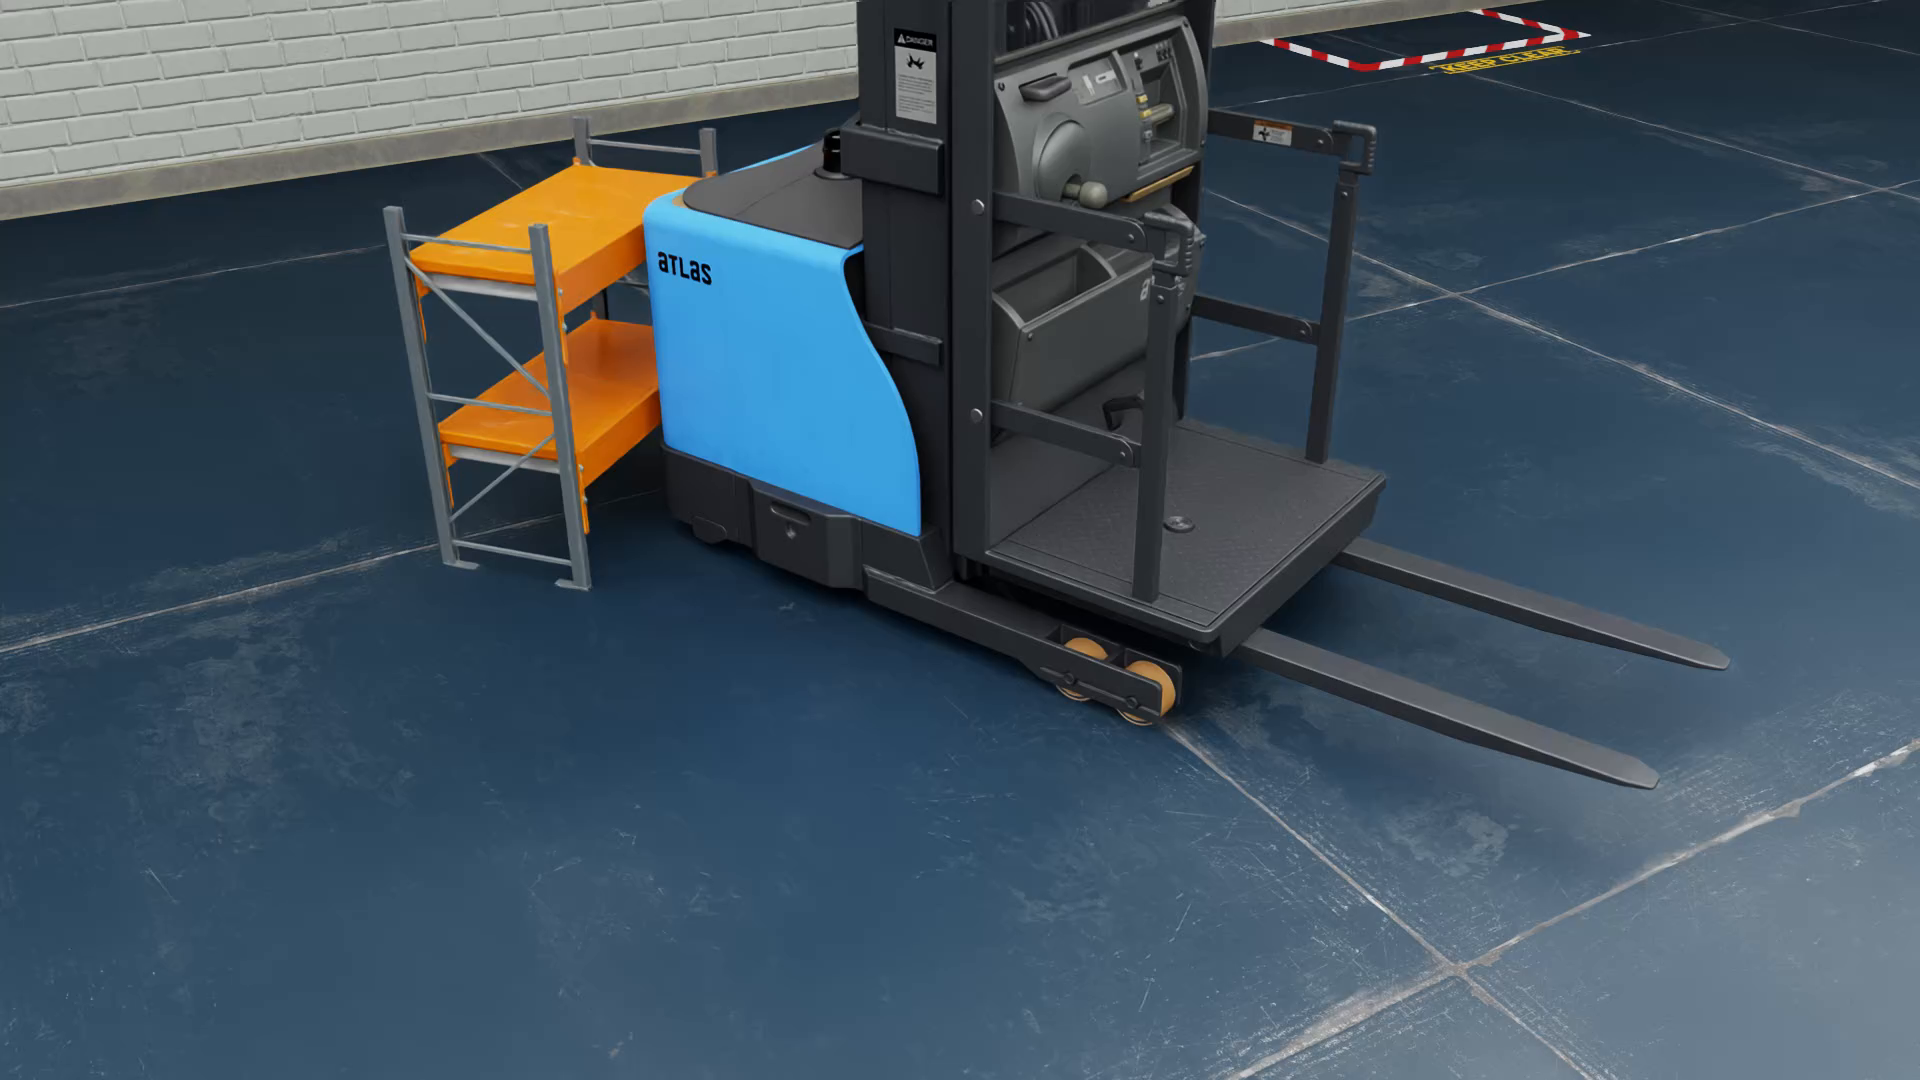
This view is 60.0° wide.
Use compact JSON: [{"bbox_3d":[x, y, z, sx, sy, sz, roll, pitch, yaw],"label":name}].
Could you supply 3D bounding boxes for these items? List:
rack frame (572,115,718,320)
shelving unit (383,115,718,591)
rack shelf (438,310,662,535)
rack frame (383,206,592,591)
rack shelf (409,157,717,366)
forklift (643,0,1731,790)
[{"bbox_3d":[-1.022,-0.851,5.626,0.500,1.125,0.032,9,30,16],"label":"rack frame"},{"bbox_3d":[-1.184,-0.618,5.204,0.538,1.125,1.048,9,30,16],"label":"shelving unit"},{"bbox_3d":[-1.185,-0.404,5.322,0.538,0.278,1.000,9,30,16],"label":"rack shelf"},{"bbox_3d":[-1.346,-0.385,4.782,0.500,1.125,0.032,9,30,16],"label":"rack frame"},{"bbox_3d":[-1.184,-0.874,5.063,0.538,0.278,1.000,9,30,16],"label":"rack shelf"},{"bbox_3d":[0.550,-1.088,4.188,3.031,2.935,1.130,20,34,31],"label":"forklift"}]
